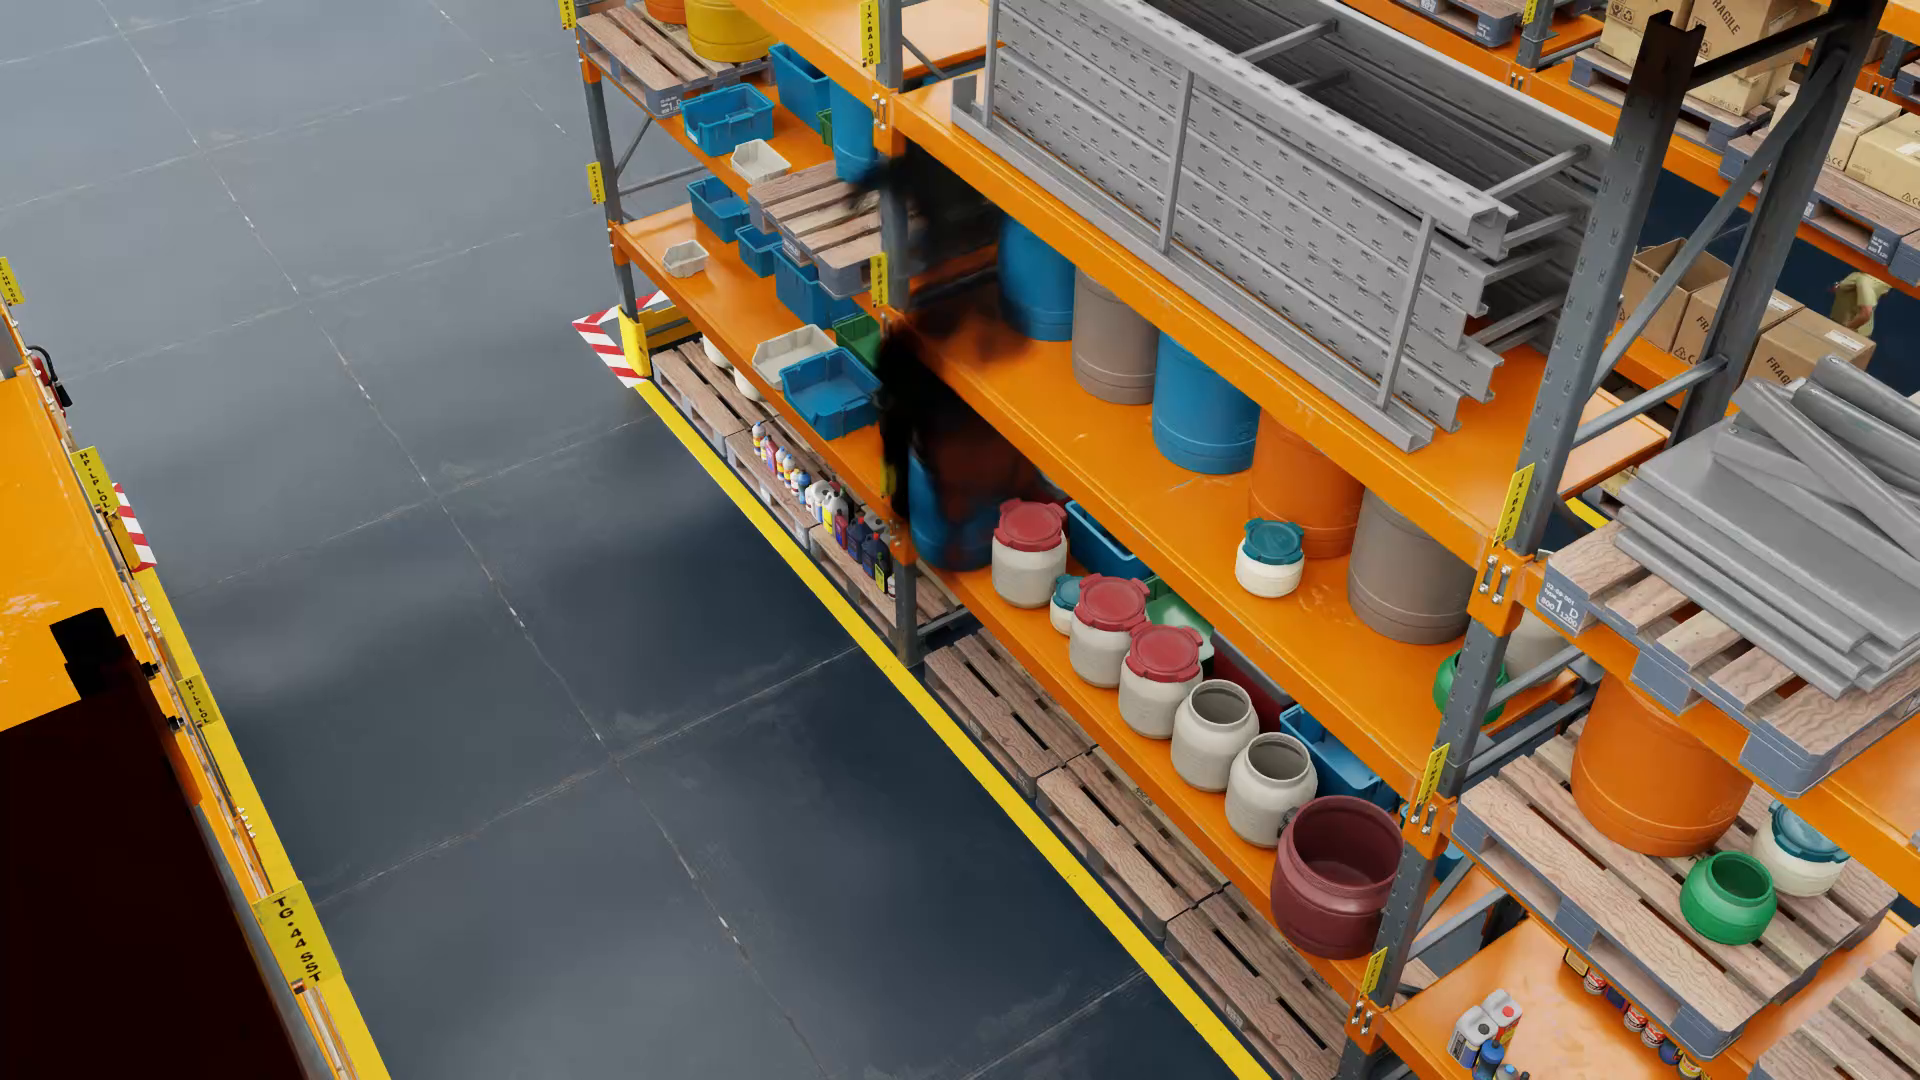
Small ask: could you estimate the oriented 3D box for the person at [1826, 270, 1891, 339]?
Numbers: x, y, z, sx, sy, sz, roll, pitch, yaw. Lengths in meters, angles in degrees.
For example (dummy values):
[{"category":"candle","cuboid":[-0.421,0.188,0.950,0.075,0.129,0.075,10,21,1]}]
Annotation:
[{"category":"person","cuboid":[6.533,-1.469,12.146,0.566,1.644,0.875,-29,50,-28]}]
